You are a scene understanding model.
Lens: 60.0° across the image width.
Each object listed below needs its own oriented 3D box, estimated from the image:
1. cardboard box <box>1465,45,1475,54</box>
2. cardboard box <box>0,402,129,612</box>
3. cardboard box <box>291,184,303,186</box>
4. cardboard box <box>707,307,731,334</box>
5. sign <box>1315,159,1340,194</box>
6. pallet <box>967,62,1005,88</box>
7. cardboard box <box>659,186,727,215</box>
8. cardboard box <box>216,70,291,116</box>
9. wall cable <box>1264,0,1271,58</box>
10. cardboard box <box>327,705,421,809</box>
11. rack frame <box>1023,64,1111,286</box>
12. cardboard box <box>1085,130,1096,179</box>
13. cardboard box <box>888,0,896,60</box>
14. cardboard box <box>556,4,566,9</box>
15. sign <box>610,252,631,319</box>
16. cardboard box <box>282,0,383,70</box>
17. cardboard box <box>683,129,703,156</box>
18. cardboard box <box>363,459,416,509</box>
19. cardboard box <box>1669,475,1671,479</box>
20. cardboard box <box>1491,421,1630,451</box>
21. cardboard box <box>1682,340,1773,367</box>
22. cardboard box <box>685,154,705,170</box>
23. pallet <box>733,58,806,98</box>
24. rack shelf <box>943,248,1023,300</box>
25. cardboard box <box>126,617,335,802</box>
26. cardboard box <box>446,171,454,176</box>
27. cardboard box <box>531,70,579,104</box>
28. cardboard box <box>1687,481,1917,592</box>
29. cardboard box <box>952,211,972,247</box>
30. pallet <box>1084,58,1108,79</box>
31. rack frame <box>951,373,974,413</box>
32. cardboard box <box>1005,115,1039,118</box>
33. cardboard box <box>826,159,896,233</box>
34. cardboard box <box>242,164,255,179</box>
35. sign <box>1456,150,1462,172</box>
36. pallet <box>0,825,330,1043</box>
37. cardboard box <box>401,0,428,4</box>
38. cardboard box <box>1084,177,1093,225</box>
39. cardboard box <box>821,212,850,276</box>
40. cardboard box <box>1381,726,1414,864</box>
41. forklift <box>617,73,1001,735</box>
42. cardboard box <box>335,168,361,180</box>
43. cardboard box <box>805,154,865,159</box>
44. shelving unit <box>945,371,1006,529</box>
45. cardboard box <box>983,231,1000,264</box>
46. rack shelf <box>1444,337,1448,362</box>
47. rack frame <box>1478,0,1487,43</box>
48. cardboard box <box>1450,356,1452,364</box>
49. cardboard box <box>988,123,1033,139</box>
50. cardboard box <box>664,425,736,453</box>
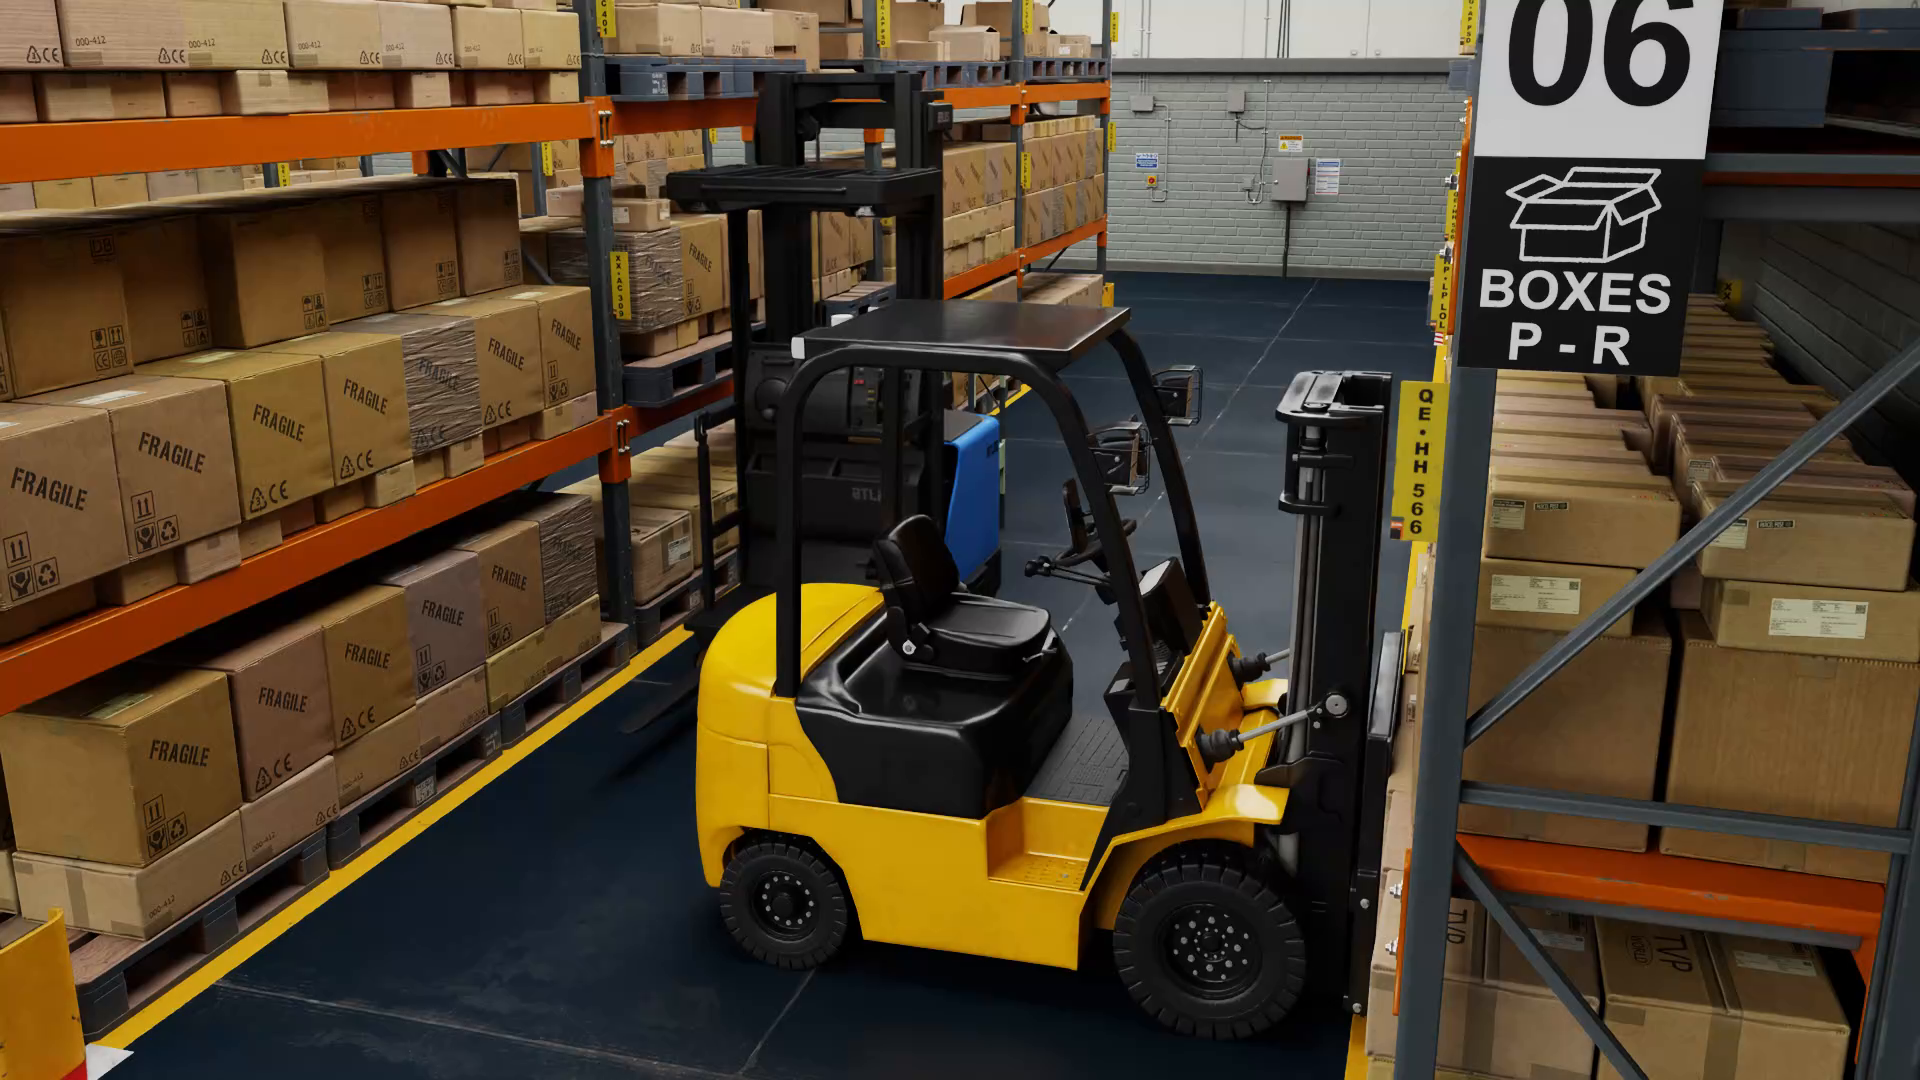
[{"bbox_3d":[3.969,-3.698,12.381,0.380,0.149,0.250,5,17,17],"label":"cardboard box"},{"bbox_3d":[-2.922,-0.115,5.011,0.500,0.500,0.500,4,16,15],"label":"cardboard box"},{"bbox_3d":[-5.830,-3.070,14.757,0.380,0.149,0.250,5,16,16],"label":"cardboard box"},{"bbox_3d":[-1.526,-1.278,9.530,0.380,0.149,0.250,5,17,17],"label":"cardboard box"},{"bbox_3d":[5.309,-5.254,24.029,0.329,0.494,0.001,5,16,16],"label":"sign"},{"bbox_3d":[-0.126,-4.069,14.530,0.805,0.209,1.217,4,16,14],"label":"pallet"},{"bbox_3d":[-1.503,-1.961,9.561,0.380,0.149,0.250,6,17,19],"label":"cardboard box"},{"bbox_3d":[-2.554,-1.544,5.739,0.380,0.149,0.250,5,17,17],"label":"cardboard box"},{"bbox_3d":[3.291,-8.345,23.759,2.355,3.000,0.029,5,16,16],"label":"wall cable"},{"bbox_3d":[-2.533,0.833,6.666,0.500,0.250,0.500,6,17,20],"label":"cardboard box"},{"bbox_3d":[1.224,-4.008,19.462,1.000,3.000,0.127,5,16,16],"label":"rack frame"},{"bbox_3d":[1.195,-4.253,18.312,0.500,0.500,0.500,5,16,16],"label":"cardboard box"},{"bbox_3d":[-0.826,-4.092,13.308,0.500,0.500,0.500,5,17,16],"label":"cardboard box"},{"bbox_3d":[-2.159,-2.605,8.526,0.500,0.250,0.500,4,16,15],"label":"cardboard box"},{"bbox_3d":[-1.663,-1.245,8.134,0.100,0.325,0.005,5,16,16],"label":"sign"},{"bbox_3d":[-2.484,-1.847,6.078,0.500,0.250,0.500,5,17,17],"label":"cardboard box"},{"bbox_3d":[-3.442,-4.898,20.041,0.500,0.500,0.500,4,16,15],"label":"cardboard box"},{"bbox_3d":[-2.410,-0.239,6.635,0.380,0.149,0.250,5,17,16],"label":"cardboard box"},{"bbox_3d":[2.004,-0.067,4.198,0.380,0.149,0.250,4,16,14],"label":"cardboard box"},{"bbox_3d":[1.426,-0.189,4.080,0.380,0.149,0.250,5,17,17],"label":"cardboard box"},{"bbox_3d":[2.378,-0.548,5.347,0.380,0.149,0.250,4,16,15],"label":"cardboard box"},{"bbox_3d":[-3.431,-4.419,20.183,0.500,0.500,0.500,5,17,17],"label":"cardboard box"},{"bbox_3d":[-1.617,-2.646,9.507,1.213,0.211,1.003,5,16,16],"label":"pallet"},{"bbox_3d":[-0.481,-2.092,14.026,1.077,0.370,4.000,5,16,16],"label":"rack shelf"},{"bbox_3d":[-2.678,0.605,6.093,0.500,0.500,0.500,4,16,14],"label":"cardboard box"},{"bbox_3d":[-5.240,-3.619,16.691,0.380,0.149,0.250,6,17,19],"label":"cardboard box"},{"bbox_3d":[-1.983,-2.084,7.643,0.380,0.149,0.250,5,17,16],"label":"cardboard box"},{"bbox_3d":[1.738,-0.012,3.459,0.380,0.149,0.250,4,16,15],"label":"cardboard box"},{"bbox_3d":[-0.210,-2.593,13.832,0.500,0.250,0.500,5,17,17],"label":"cardboard box"},{"bbox_3d":[1.024,-5.213,18.378,1.003,0.211,1.213,5,16,16],"label":"pallet"},{"bbox_3d":[-0.106,-0.624,10.281,0.400,1.500,0.023,5,16,16],"label":"rack frame"},{"bbox_3d":[0.668,-4.644,18.502,0.380,0.149,0.250,5,17,18],"label":"cardboard box"},{"bbox_3d":[-0.675,-2.554,12.321,0.500,0.500,0.500,4,16,14],"label":"cardboard box"},{"bbox_3d":[-8.742,-4.532,19.665,0.500,0.500,0.500,4,16,14],"label":"cardboard box"},{"bbox_3d":[5.464,-4.082,18.138,0.100,0.325,0.005,5,16,16],"label":"sign"},{"bbox_3d":[-3.036,1.290,5.894,1.003,0.211,1.213,5,16,16],"label":"pallet"},{"bbox_3d":[-2.348,-2.200,6.592,0.380,0.149,0.250,4,16,15],"label":"cardboard box"},{"bbox_3d":[1.184,-3.779,18.472,0.500,0.500,0.500,4,16,15],"label":"cardboard box"},{"bbox_3d":[-1.048,-2.031,10.996,0.500,0.500,0.500,4,16,15],"label":"cardboard box"},{"bbox_3d":[1.543,0.790,4.982,0.500,0.250,0.500,5,17,17],"label":"cardboard box"},{"bbox_3d":[-0.693,-0.741,8.070,1.130,2.935,3.031,5,17,17],"label":"forklift"},{"bbox_3d":[-8.160,-4.700,21.632,0.500,0.250,0.500,4,16,15],"label":"cardboard box"},{"bbox_3d":[-1.015,-2.734,12.957,0.500,0.500,0.500,5,17,17],"label":"cardboard box"},{"bbox_3d":[-0.002,-0.720,10.619,0.431,1.500,0.755,5,16,16],"label":"shelving unit"},{"bbox_3d":[0.056,-2.619,14.841,0.500,0.250,0.500,4,16,15],"label":"cardboard box"},{"bbox_3d":[3.143,-0.661,8.983,1.077,0.370,4.000,5,16,16],"label":"rack shelf"},{"bbox_3d":[1.437,-2.324,2.532,1.000,3.000,0.127,5,16,16],"label":"rack frame"},{"bbox_3d":[1.971,-0.584,6.021,0.380,0.149,0.250,5,17,17],"label":"cardboard box"},{"bbox_3d":[0.484,-3.933,15.995,0.380,0.149,0.250,5,17,17],"label":"cardboard box"},{"bbox_3d":[-1.421,-0.512,11.183,0.950,0.372,0.625,4,16,15],"label":"cardboard box"}]
